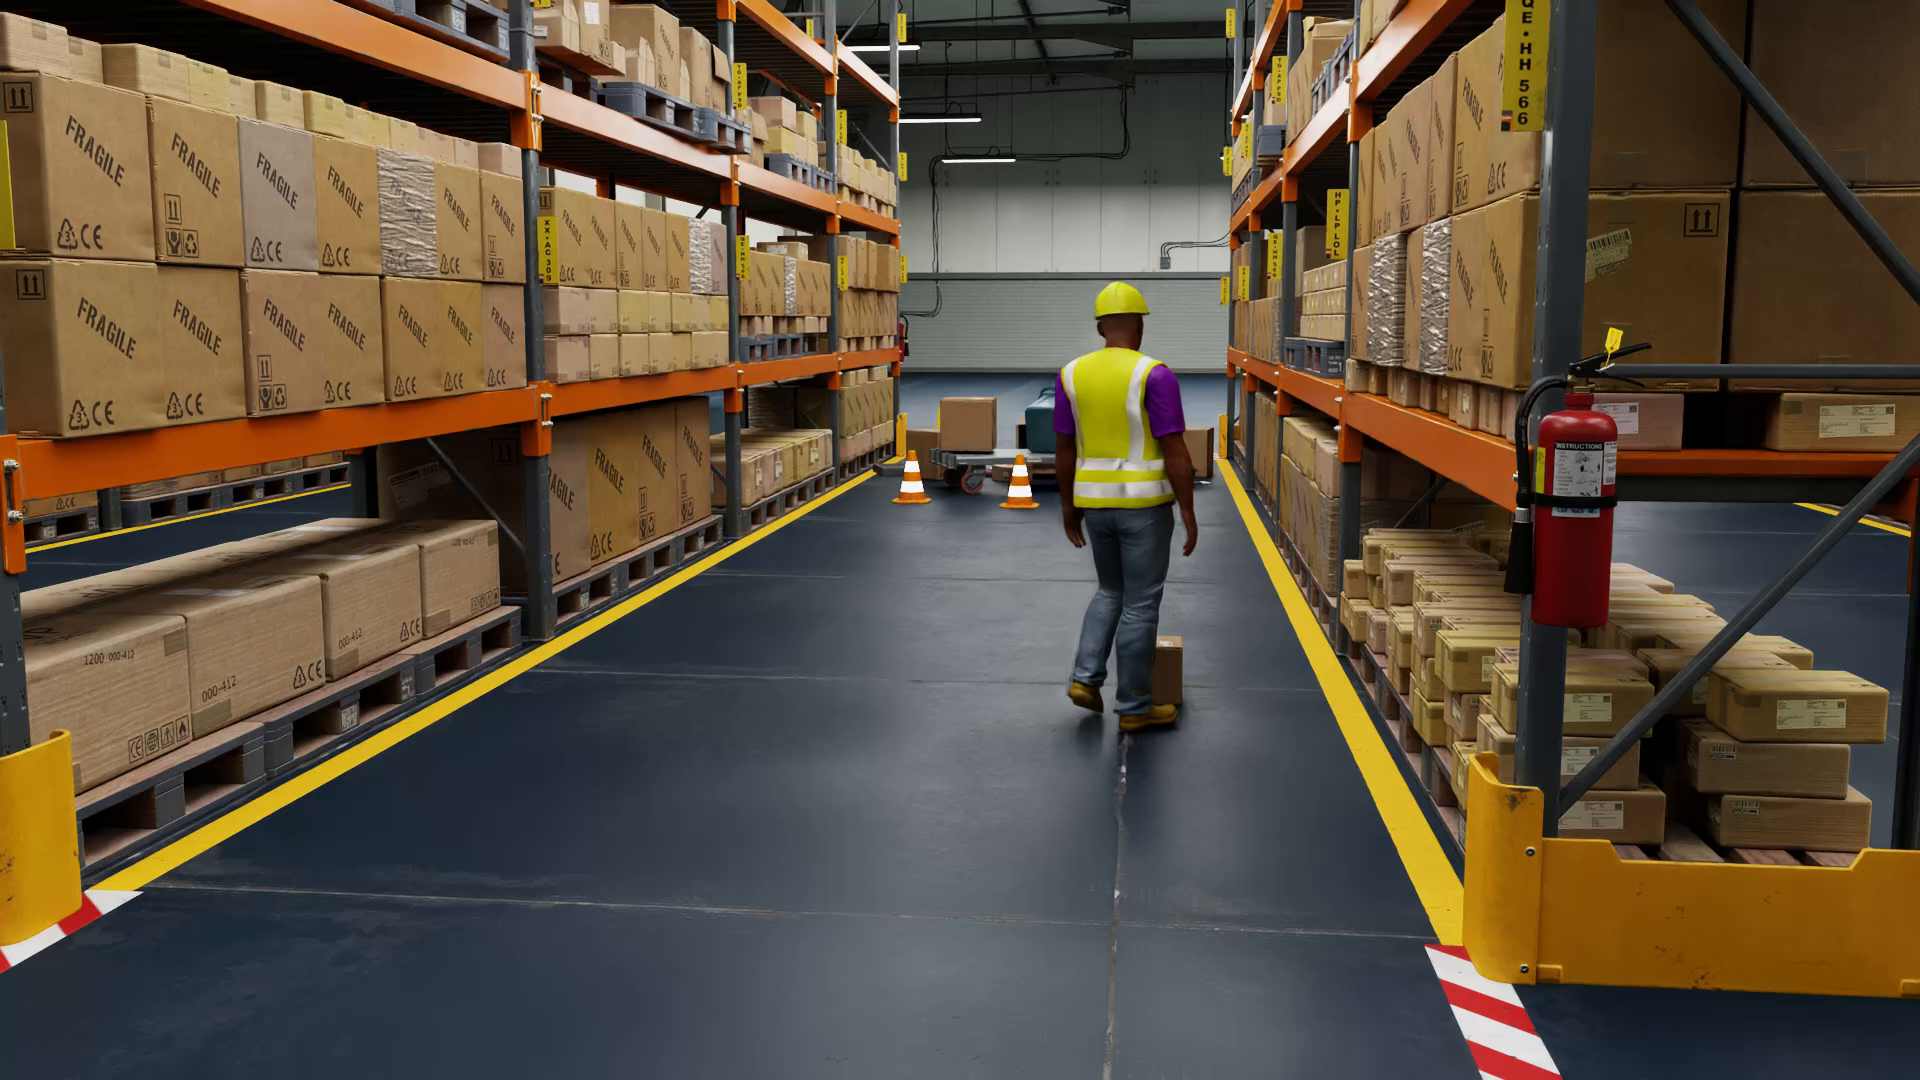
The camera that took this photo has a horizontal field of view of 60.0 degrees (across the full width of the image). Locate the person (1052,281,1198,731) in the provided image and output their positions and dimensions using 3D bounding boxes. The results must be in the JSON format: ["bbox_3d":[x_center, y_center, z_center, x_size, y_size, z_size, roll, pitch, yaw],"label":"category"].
[{"bbox_3d":[0.687,-0.133,6.616,0.612,1.770,0.425,6,10,40],"label":"person"}]
